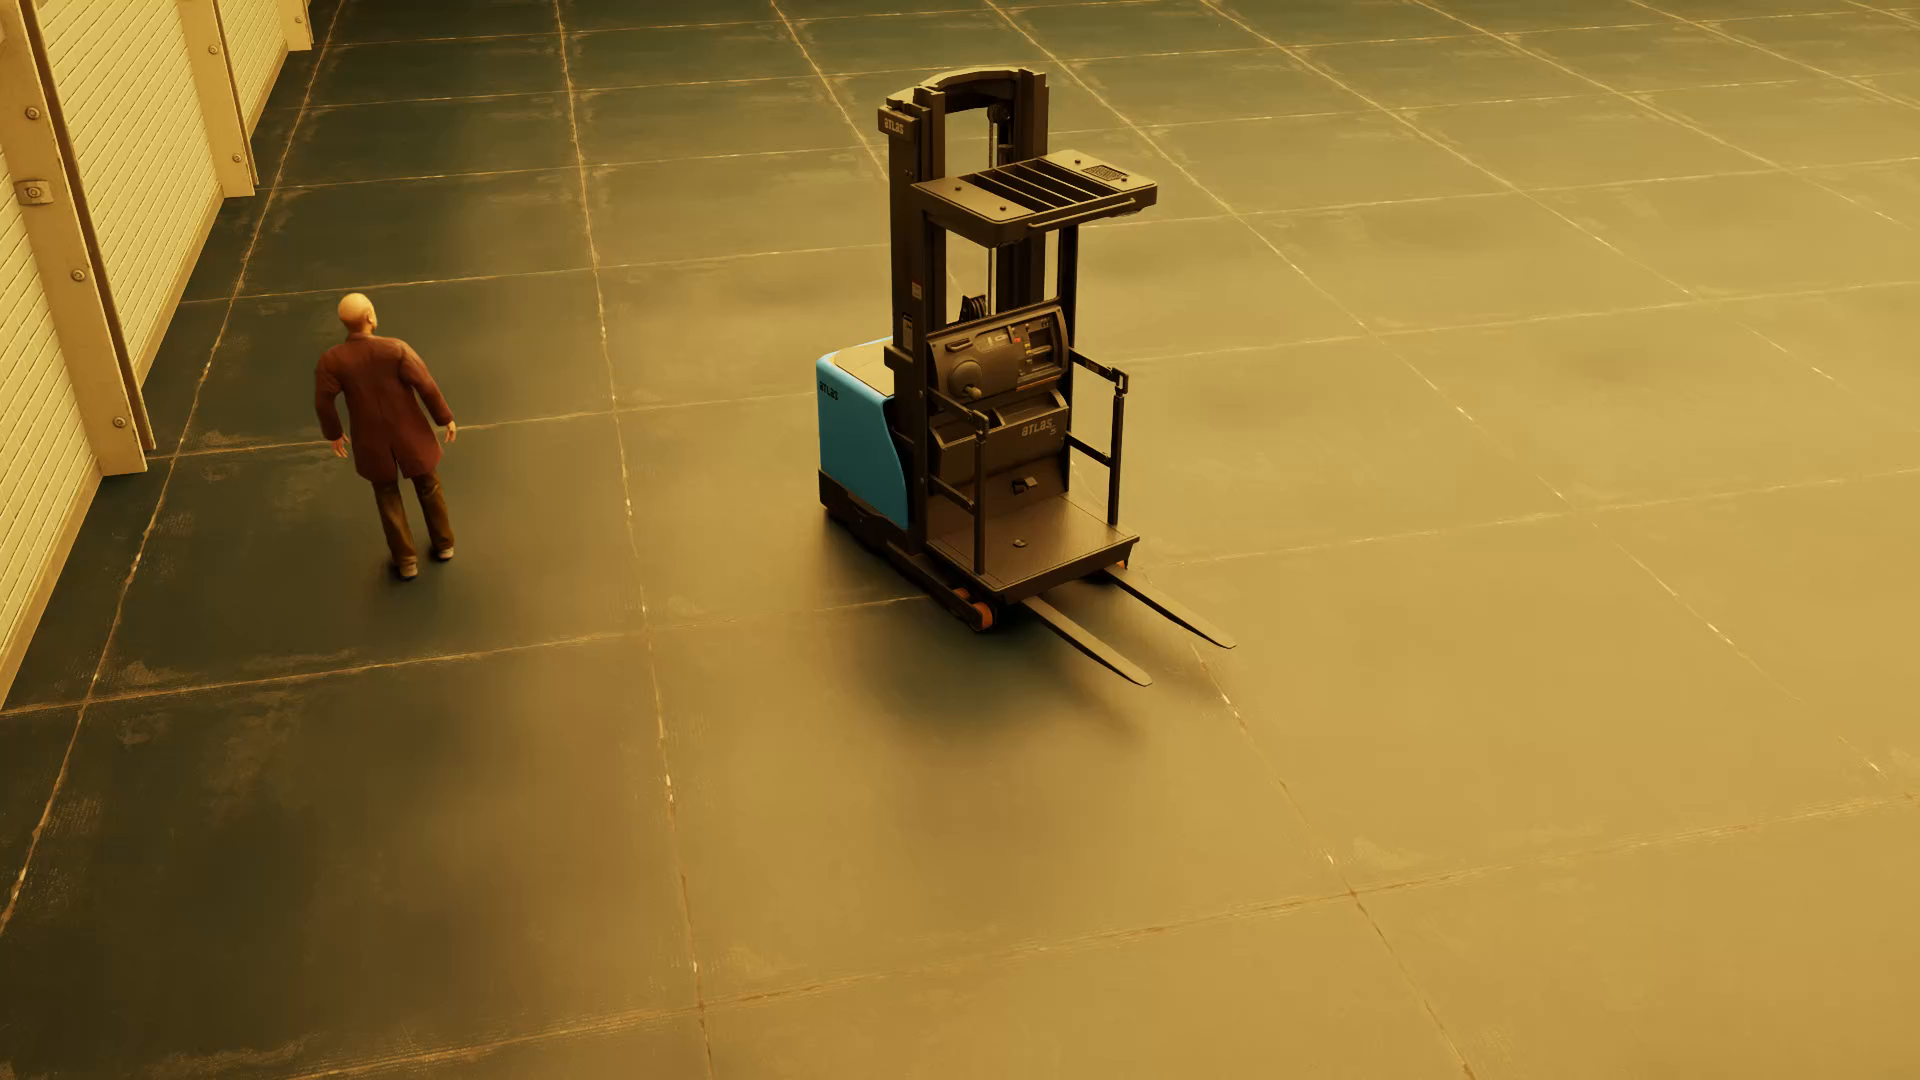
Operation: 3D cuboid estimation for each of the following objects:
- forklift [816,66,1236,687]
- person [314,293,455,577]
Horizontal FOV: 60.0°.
[{"bbox_3d":[0.355,-1.021,9.338,1.130,2.935,3.031,-20,35,-30],"label":"forklift"},{"bbox_3d":[-3.380,-0.661,9.872,0.755,1.775,0.563,-7,31,-12],"label":"person"}]
